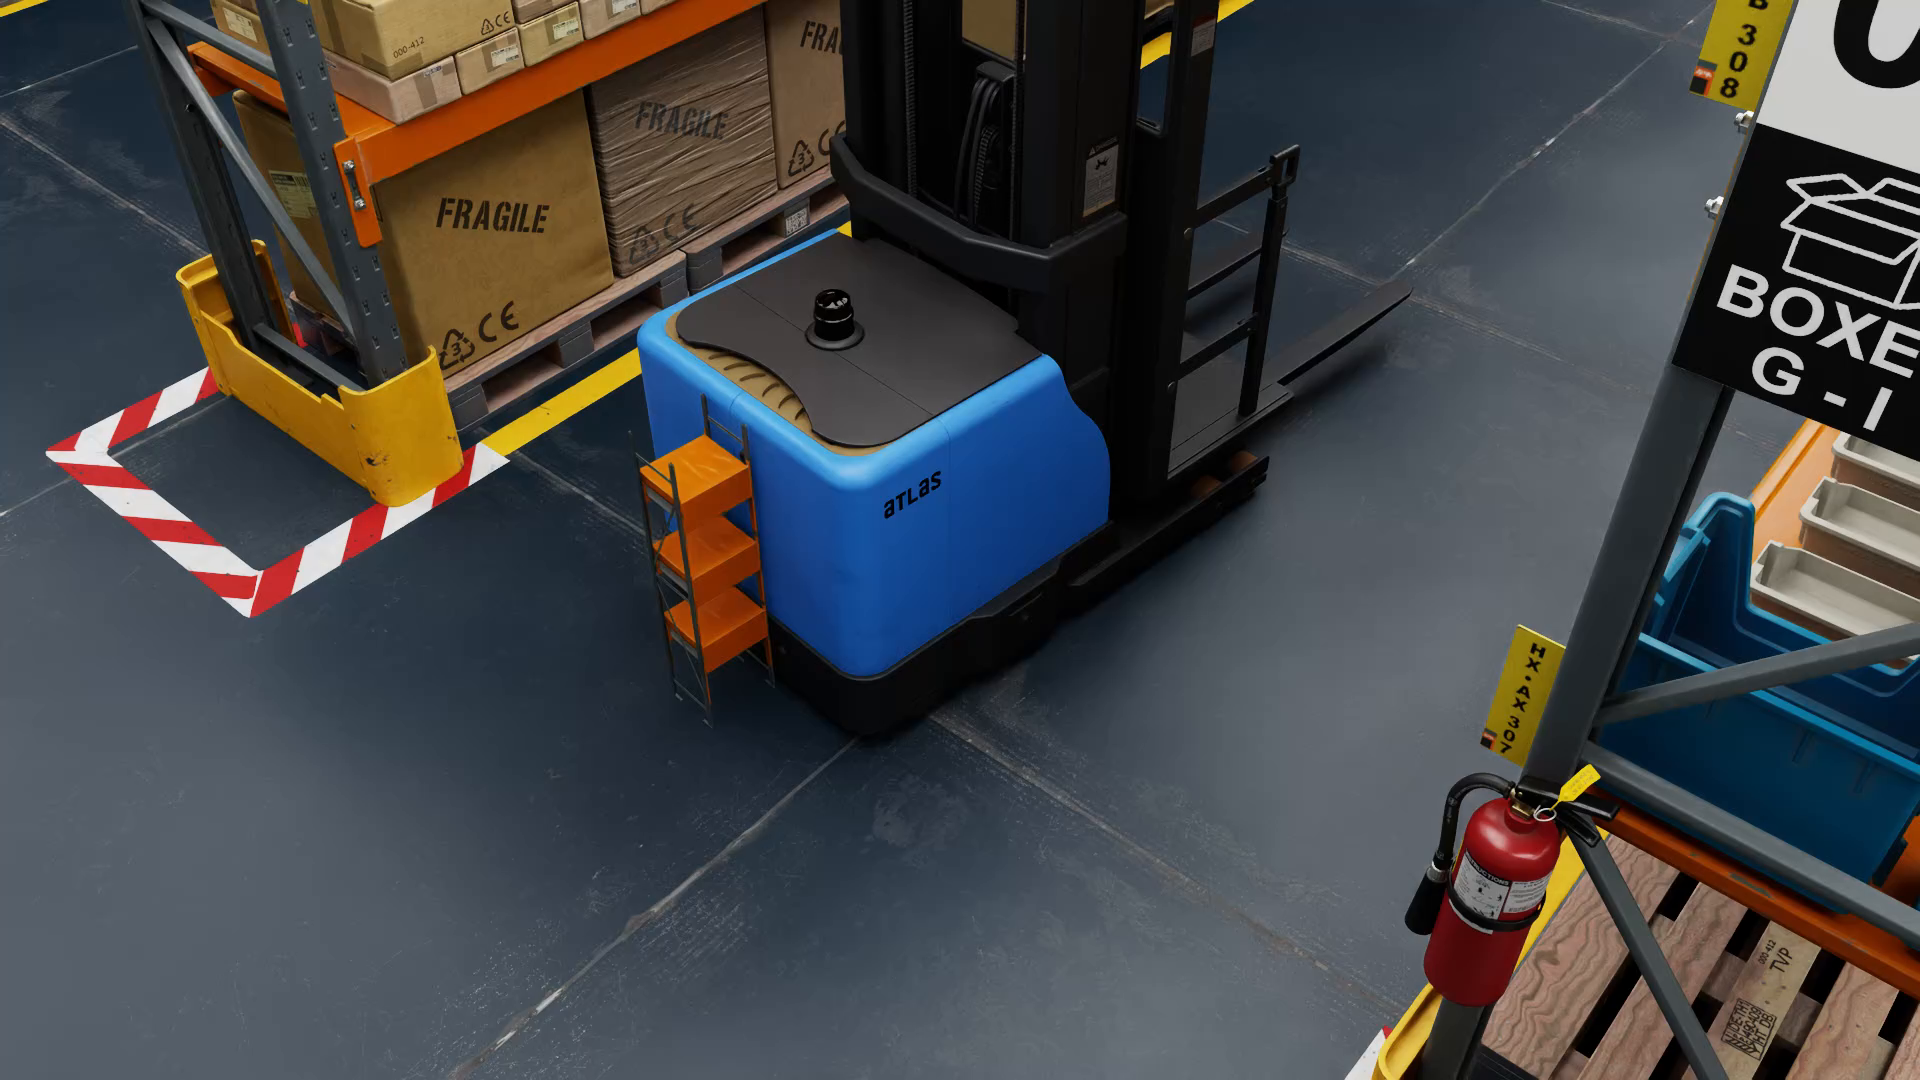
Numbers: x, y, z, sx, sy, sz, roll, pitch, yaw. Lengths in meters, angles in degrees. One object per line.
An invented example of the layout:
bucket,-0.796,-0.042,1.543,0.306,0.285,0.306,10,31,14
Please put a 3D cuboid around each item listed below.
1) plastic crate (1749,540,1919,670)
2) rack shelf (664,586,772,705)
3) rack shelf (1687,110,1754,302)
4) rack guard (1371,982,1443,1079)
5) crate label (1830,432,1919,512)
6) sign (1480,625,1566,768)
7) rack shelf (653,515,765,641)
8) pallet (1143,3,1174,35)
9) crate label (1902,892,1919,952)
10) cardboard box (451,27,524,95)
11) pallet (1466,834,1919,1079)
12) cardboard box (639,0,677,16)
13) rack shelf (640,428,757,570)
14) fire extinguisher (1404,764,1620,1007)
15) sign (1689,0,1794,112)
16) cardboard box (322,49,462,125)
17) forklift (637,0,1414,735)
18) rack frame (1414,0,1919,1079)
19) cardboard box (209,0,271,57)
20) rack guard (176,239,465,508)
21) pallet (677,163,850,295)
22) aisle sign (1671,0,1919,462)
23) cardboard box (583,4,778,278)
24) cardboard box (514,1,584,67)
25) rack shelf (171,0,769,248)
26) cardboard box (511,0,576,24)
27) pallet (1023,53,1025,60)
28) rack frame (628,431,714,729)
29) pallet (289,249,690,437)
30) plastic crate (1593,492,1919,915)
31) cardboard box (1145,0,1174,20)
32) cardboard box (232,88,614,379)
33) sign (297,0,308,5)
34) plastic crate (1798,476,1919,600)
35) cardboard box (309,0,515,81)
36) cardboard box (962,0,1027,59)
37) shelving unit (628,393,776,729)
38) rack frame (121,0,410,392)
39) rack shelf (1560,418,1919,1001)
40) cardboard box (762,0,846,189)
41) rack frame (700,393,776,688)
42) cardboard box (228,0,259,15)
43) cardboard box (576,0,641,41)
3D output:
plastic crate,1.860,0.161,3.494,0.396,0.136,0.243,29,50,28
rack shelf,-0.741,0.299,5.070,0.240,0.259,0.215,-33,51,-31
rack shelf,2.760,-1.289,3.243,1.077,0.370,4.000,29,50,28
rack guard,1.468,1.527,3.699,1.175,0.500,0.348,29,50,28
crate label,2.218,-0.136,3.821,0.396,0.136,0.243,29,50,28
sign,1.042,0.294,3.076,0.100,0.325,0.005,29,50,28
rack shelf,-0.741,0.093,4.883,0.240,0.259,0.215,-33,51,-31
pallet,0.696,-3.018,8.912,1.003,0.211,1.213,29,50,28
crate label,1.884,0.639,2.897,0.416,0.233,0.303,29,50,28
cardboard box,-1.673,-1.640,5.511,0.380,0.149,0.250,29,50,28
pallet,2.034,1.208,4.265,1.003,0.211,1.213,29,50,28
cardboard box,-1.177,-2.037,5.948,0.380,0.149,0.250,29,49,28
rack shelf,-0.741,-0.117,4.692,0.240,0.259,0.215,-33,51,-31
fire extinguisher,1.028,0.632,3.160,0.296,0.674,0.183,29,50,28
sign,1.042,-0.717,2.157,0.100,0.325,0.005,29,50,28
cardboard box,-1.837,-1.507,5.365,0.380,0.149,0.250,30,50,29
forklift,0.451,-1.373,5.081,3.031,2.935,1.130,-33,51,-31
rack frame,1.471,0.583,2.879,0.949,2.616,0.053,29,50,28
cardboard box,-2.340,-1.793,5.679,0.380,0.149,0.250,30,50,29
rack guard,-2.333,-0.623,6.064,1.175,0.500,0.348,29,50,28
pallet,-1.078,-1.599,7.352,1.003,0.211,1.213,29,50,28
aisle sign,1.203,-0.467,2.102,0.394,0.787,0.004,29,50,28
cardboard box,-1.381,-1.762,6.726,0.875,0.875,0.875,29,50,28
cardboard box,-1.508,-1.772,5.656,0.380,0.149,0.250,28,49,28
rack shelf,-1.030,-2.324,6.611,1.077,0.370,4.000,29,50,28
cardboard box,-1.473,-2.016,5.627,0.500,0.250,0.500,29,50,28
pallet,-0.293,-2.231,8.046,1.003,0.211,1.213,29,50,28
rack frame,-0.829,0.142,4.813,0.008,1.050,0.200,-33,51,-31
pallet,-1.863,-0.974,6.664,1.003,0.211,1.213,29,50,28
plastic crate,1.546,0.296,3.124,0.616,0.435,0.499,29,50,28
cardboard box,0.653,-3.327,8.447,1.225,0.875,0.875,30,50,29
cardboard box,-1.967,-1.294,6.210,0.875,0.875,0.875,29,50,28
sign,-1.897,-1.667,4.651,0.100,0.325,0.005,29,50,28
plastic crate,2.057,0.018,3.652,0.396,0.136,0.243,29,50,28
cardboard box,-1.802,-1.745,5.330,0.500,0.250,0.500,28,49,27
cardboard box,-0.229,-2.684,7.739,0.875,0.875,0.875,29,50,28
shelving unit,-0.741,0.085,4.876,0.252,1.050,0.215,-33,51,-31
rack frame,-2.318,-1.560,5.236,1.000,3.000,0.127,29,50,28
rack shelf,2.760,-0.180,4.252,1.077,0.370,4.000,29,50,28
cardboard box,-0.809,-2.221,7.230,0.875,0.875,0.875,29,50,28
rack frame,-0.653,0.029,4.938,0.008,1.050,0.200,-33,51,-31
cardboard box,-2.209,-1.979,5.587,0.500,0.250,0.500,29,50,28
cardboard box,-1.341,-1.907,5.804,0.380,0.149,0.250,29,50,28
